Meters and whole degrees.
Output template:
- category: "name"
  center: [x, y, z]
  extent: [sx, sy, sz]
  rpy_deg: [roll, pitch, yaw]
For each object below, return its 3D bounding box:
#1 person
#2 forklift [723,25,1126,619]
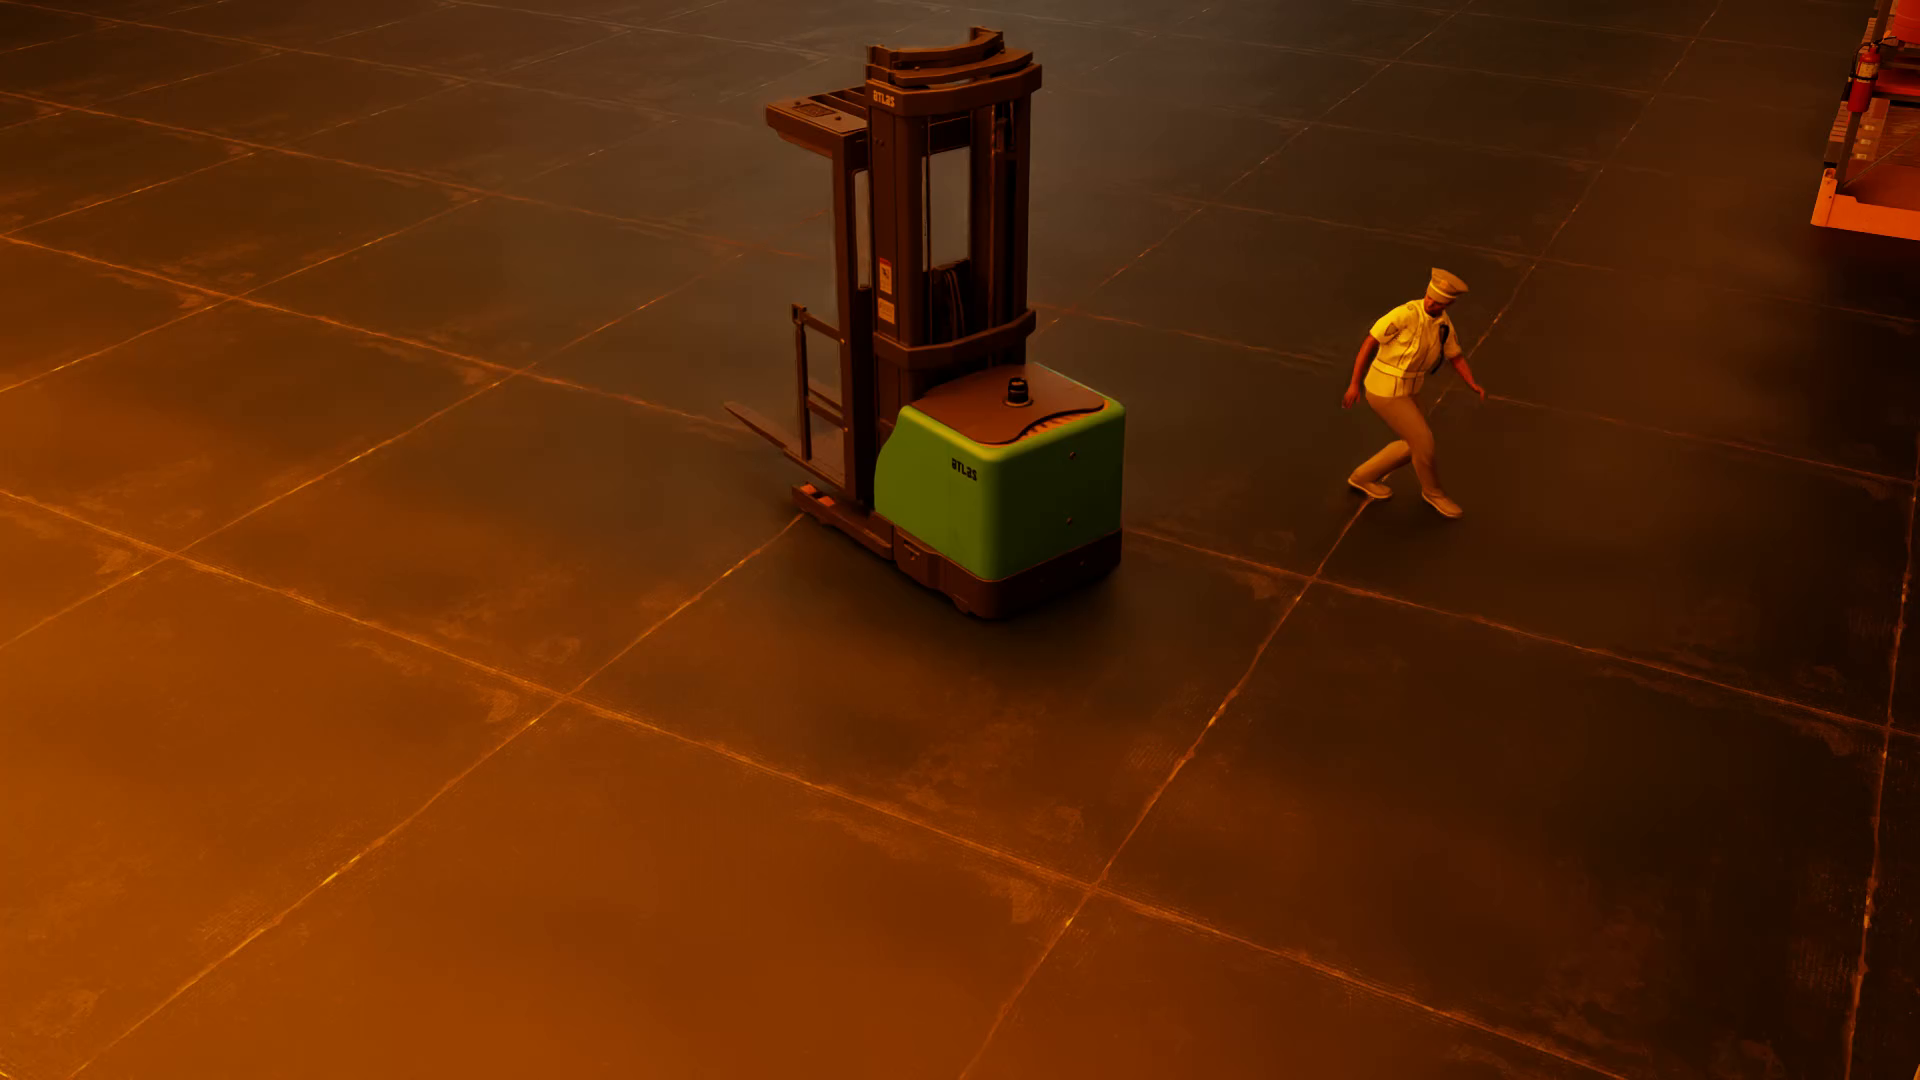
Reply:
- category: "person"
  center: [2.731, -0.844, 9.949]
  extent: [0.770, 1.552, 0.704]
  rpy_deg: [23, 37, 35]
- category: "forklift"
  center: [-0.382, -1.507, 9.682]
  extent: [1.130, 2.935, 3.031]
  rpy_deg: [-22, 37, -33]
